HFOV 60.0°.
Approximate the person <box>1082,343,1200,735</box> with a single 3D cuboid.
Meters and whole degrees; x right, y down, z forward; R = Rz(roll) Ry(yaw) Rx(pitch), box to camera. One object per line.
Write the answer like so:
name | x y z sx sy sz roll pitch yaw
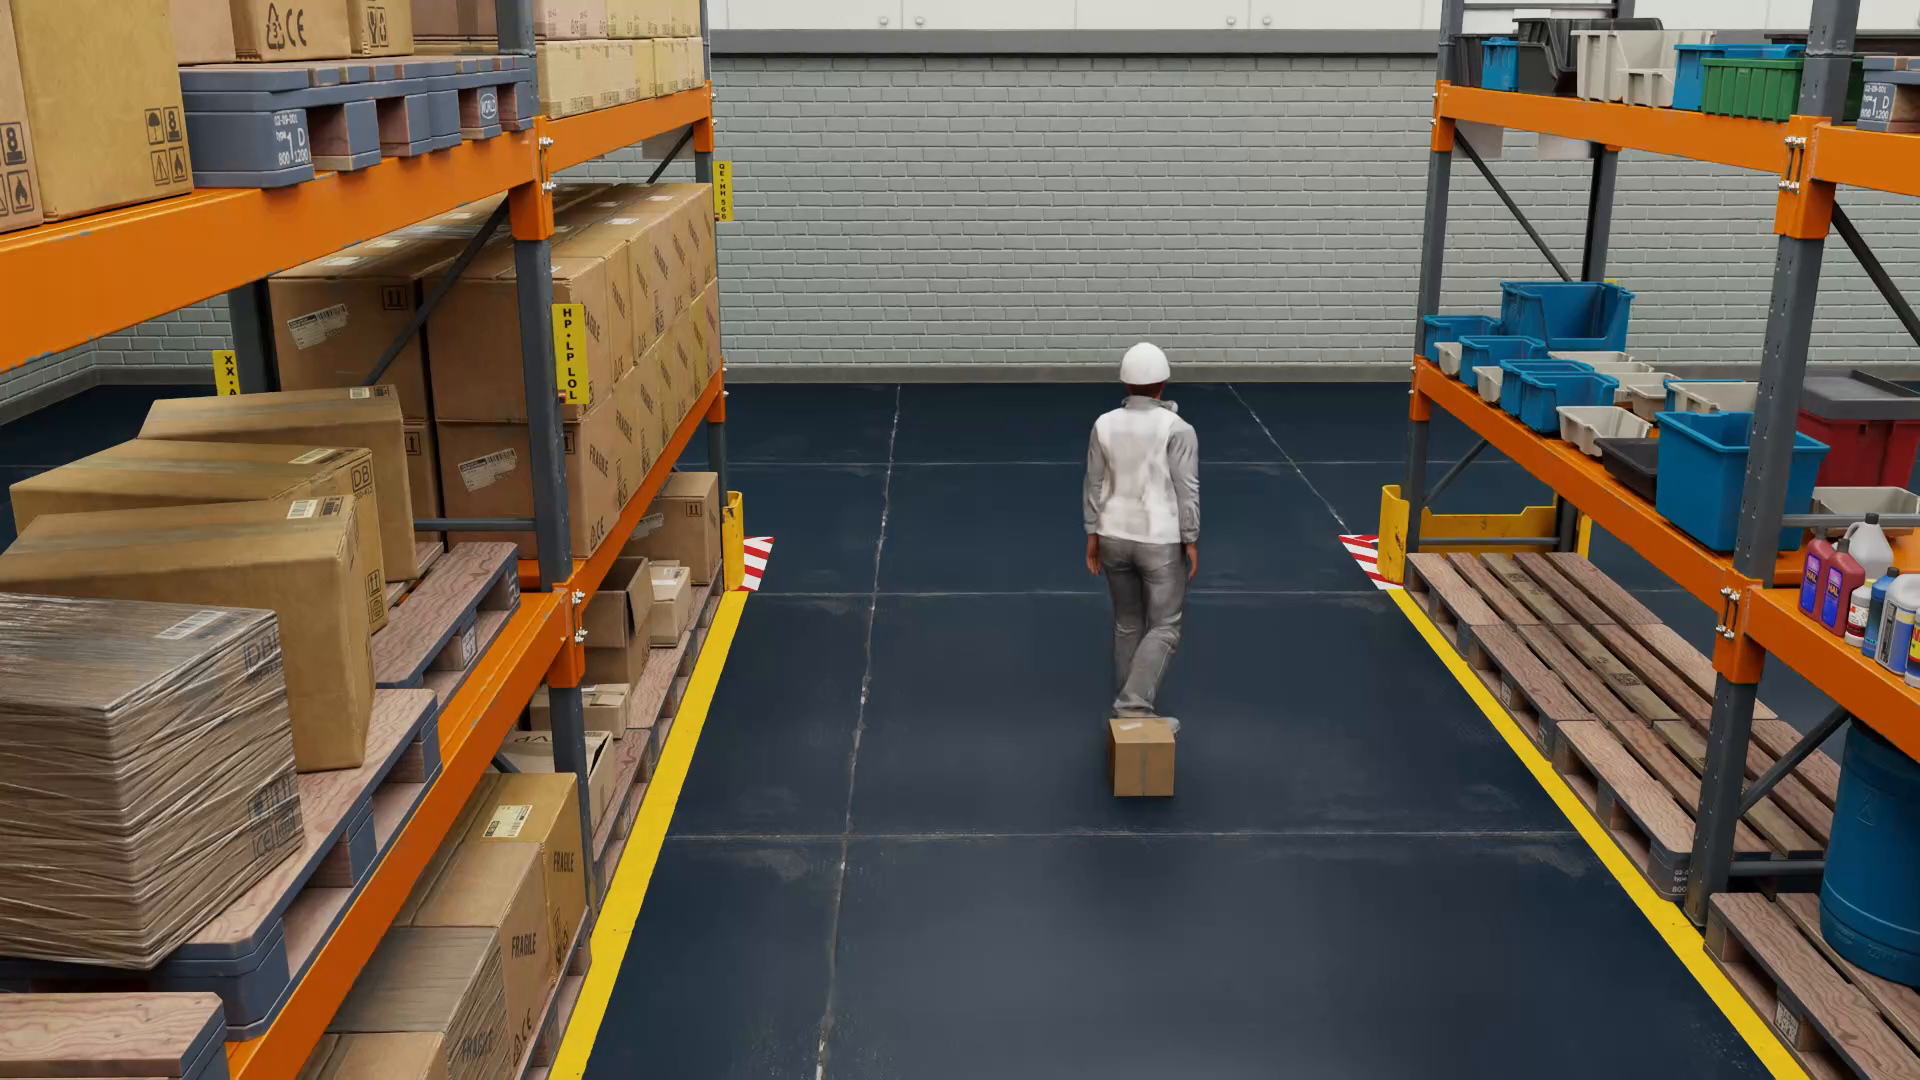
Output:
person | 0.797 0.009 7.470 0.581 1.762 0.570 11 20 32
